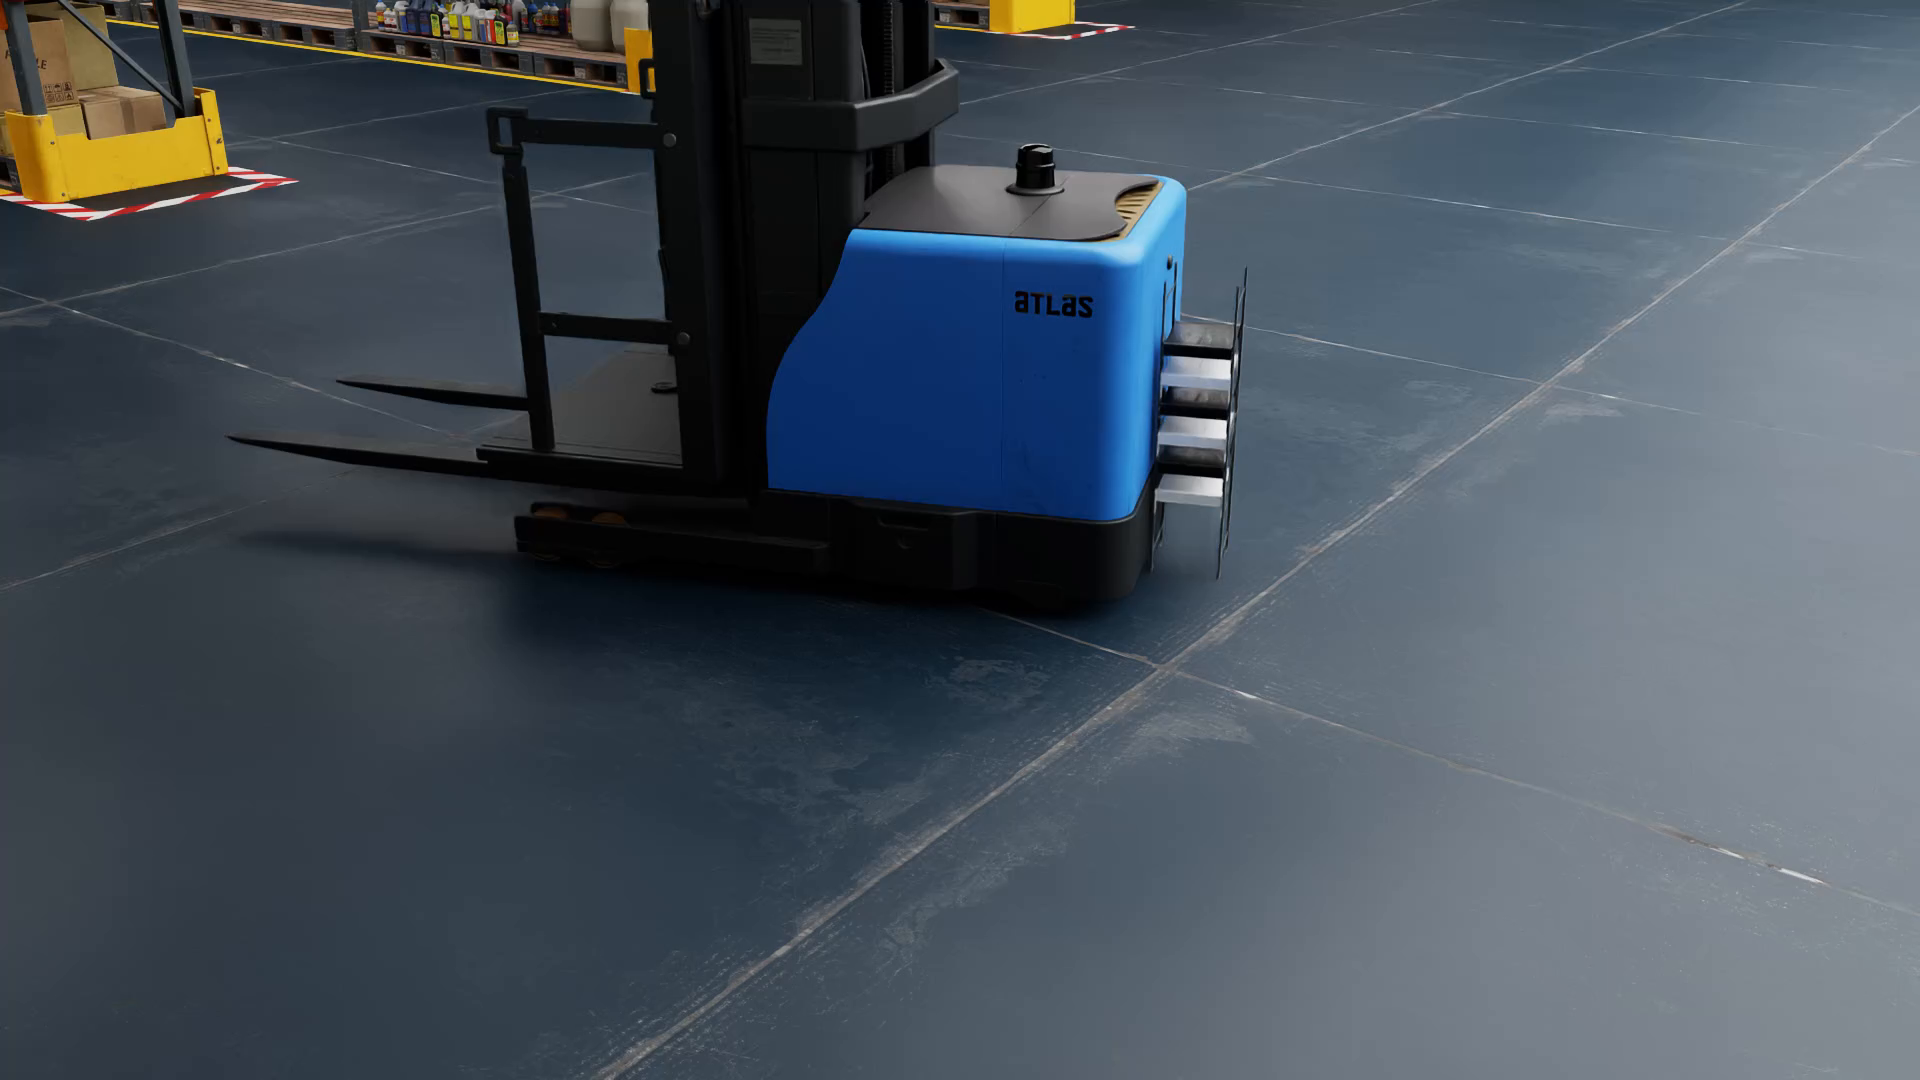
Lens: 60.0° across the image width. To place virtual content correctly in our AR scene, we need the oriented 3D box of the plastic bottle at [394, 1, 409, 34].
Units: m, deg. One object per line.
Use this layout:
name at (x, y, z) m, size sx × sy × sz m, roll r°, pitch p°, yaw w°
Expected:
plastic bottle at (-5.078, -4.796, 15.247) m, size 0.135 × 0.276 × 0.152 m, roll 18°, pitch 30°, yaw 35°

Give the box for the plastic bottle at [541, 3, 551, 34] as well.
plastic bottle at (-3.762, -4.760, 15.172) m, size 0.097 × 0.271 × 0.097 m, roll 0°, pitch 24°, yaw 0°

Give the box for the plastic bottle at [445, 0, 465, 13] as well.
plastic bottle at (-4.743, -5.009, 15.637) m, size 0.185 × 0.351 × 0.144 m, roll 17°, pitch 29°, yaw 33°

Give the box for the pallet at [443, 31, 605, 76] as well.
pallet at (-3.852, -4.382, 14.934) m, size 1.213 × 0.211 × 1.003 m, roll 17°, pitch 29°, yaw 33°

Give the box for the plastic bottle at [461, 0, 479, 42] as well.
plastic bottle at (-4.308, -4.596, 14.700) m, size 0.185 × 0.351 × 0.144 m, roll 18°, pitch 30°, yaw 35°

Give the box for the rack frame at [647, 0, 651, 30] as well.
rack frame at (-2.144, -5.162, 13.245) m, size 0.127 × 3.000 × 1.000 m, roll 17°, pitch 29°, yaw 33°

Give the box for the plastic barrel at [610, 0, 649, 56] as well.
plastic barrel at (-2.717, -4.350, 13.967) m, size 0.421 × 0.512 × 0.421 m, roll 0°, pitch 24°, yaw 0°

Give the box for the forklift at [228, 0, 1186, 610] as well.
forklift at (-0.864, -1.452, 4.911) m, size 3.031 × 2.935 × 1.130 m, roll 6°, pitch 24°, yaw 13°

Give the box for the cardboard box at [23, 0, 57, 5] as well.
cardboard box at (-6.223, -3.280, 10.933) m, size 0.500 × 0.500 × 0.500 m, roll 17°, pitch 29°, yaw 33°

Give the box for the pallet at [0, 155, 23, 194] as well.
pallet at (-5.755, -2.460, 10.571) m, size 1.213 × 0.211 × 1.003 m, roll 17°, pitch 29°, yaw 33°

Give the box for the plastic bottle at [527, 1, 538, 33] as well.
plastic bottle at (-3.924, -4.809, 15.284) m, size 0.097 × 0.271 × 0.097 m, roll 0°, pitch 24°, yaw 0°

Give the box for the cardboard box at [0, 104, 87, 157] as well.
cardboard box at (-5.724, -2.533, 10.167) m, size 0.500 × 0.250 × 0.500 m, roll 17°, pitch 29°, yaw 33°

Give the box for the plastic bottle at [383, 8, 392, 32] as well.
plastic bottle at (-5.272, -4.807, 15.364) m, size 0.097 × 0.201 × 0.097 m, roll 0°, pitch 24°, yaw 0°

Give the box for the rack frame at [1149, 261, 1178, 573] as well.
rack frame at (0.605, -0.358, 4.946) m, size 0.006 × 0.900 × 0.240 m, roll 6°, pitch 24°, yaw 13°

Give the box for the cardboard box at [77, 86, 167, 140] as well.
cardboard box at (-5.414, -2.700, 10.546) m, size 0.500 × 0.250 × 0.500 m, roll 17°, pitch 29°, yaw 33°

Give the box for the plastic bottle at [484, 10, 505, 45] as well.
plastic bottle at (-4.062, -4.489, 14.550) m, size 0.135 × 0.276 × 0.152 m, roll 17°, pitch 29°, yaw 34°

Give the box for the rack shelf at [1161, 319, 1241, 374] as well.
rack shelf at (0.703, -0.564, 4.827) m, size 0.200 × 0.077 × 0.258 m, roll 6°, pitch 24°, yaw 13°

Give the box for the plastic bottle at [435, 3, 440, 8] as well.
plastic bottle at (-4.759, -4.757, 15.163) m, size 0.097 × 0.271 × 0.097 m, roll 0°, pitch 24°, yaw 0°

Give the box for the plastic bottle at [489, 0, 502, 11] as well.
plastic bottle at (-4.286, -4.861, 15.385) m, size 0.133 × 0.283 × 0.061 m, roll 17°, pitch 29°, yaw 33°

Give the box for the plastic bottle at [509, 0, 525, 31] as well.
plastic bottle at (-4.117, -4.856, 15.383) m, size 0.135 × 0.276 × 0.152 m, roll 17°, pitch 29°, yaw 34°

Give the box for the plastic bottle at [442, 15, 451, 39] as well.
plastic bottle at (-4.584, -4.599, 14.893) m, size 0.097 × 0.201 × 0.097 m, roll 0°, pitch 24°, yaw 0°

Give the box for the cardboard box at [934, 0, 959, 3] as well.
cardboard box at (-0.162, -6.098, 17.949) m, size 0.500 × 0.500 × 0.500 m, roll -17°, pitch 29°, yaw -34°

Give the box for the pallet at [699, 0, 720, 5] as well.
pallet at (-2.998, -6.639, 20.055) m, size 1.213 × 0.211 × 1.003 m, roll 17°, pitch 29°, yaw 33°

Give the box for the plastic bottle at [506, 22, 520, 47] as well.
plastic bottle at (-3.877, -4.385, 14.407) m, size 0.097 × 0.201 × 0.097 m, roll 0°, pitch 24°, yaw 0°

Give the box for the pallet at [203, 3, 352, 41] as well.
pallet at (-6.977, -5.325, 17.074) m, size 1.213 × 0.211 × 1.003 m, roll 17°, pitch 29°, yaw 33°

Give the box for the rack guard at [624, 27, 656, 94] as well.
rack guard at (-2.233, -4.021, 13.756) m, size 0.348 × 0.500 × 1.175 m, roll 17°, pitch 29°, yaw 33°

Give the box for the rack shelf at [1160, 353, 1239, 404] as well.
rack shelf at (0.703, -0.481, 4.863) m, size 0.200 × 0.077 × 0.258 m, roll 6°, pitch 24°, yaw 13°

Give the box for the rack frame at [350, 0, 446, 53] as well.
rack frame at (-5.345, -6.129, 15.440) m, size 0.127 × 3.000 × 1.000 m, roll 17°, pitch 29°, yaw 33°

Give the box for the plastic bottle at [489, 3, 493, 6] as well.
plastic bottle at (-4.348, -4.952, 15.592) m, size 0.133 × 0.283 × 0.061 m, roll 19°, pitch 30°, yaw 37°

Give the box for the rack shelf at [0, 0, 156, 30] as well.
rack shelf at (-6.718, -3.719, 10.862) m, size 4.000 × 0.370 × 1.077 m, roll 17°, pitch 29°, yaw 33°

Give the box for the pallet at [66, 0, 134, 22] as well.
pallet at (-9.202, -5.997, 18.600) m, size 1.213 × 0.211 × 1.003 m, roll 17°, pitch 29°, yaw 33°

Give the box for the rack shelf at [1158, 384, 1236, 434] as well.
rack shelf at (0.703, -0.399, 4.899) m, size 0.200 × 0.077 × 0.258 m, roll 6°, pitch 24°, yaw 13°

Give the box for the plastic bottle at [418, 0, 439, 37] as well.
plastic bottle at (-4.797, -4.743, 15.035) m, size 0.185 × 0.351 × 0.144 m, roll 15°, pitch 28°, yaw 31°

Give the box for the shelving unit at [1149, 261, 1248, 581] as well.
shelving unit at (0.703, -0.347, 4.922) m, size 0.210 × 0.900 × 0.258 m, roll 6°, pitch 24°, yaw 13°

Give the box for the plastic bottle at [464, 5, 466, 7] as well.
plastic bottle at (-4.388, -4.660, 14.939) m, size 0.135 × 0.276 × 0.152 m, roll 17°, pitch 29°, yaw 33°

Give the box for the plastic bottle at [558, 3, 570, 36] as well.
plastic bottle at (-3.578, -4.720, 15.064) m, size 0.133 × 0.283 × 0.061 m, roll 17°, pitch 29°, yaw 34°

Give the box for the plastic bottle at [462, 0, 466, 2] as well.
plastic bottle at (-4.657, -5.055, 15.743) m, size 0.185 × 0.351 × 0.144 m, roll 16°, pitch 28°, yaw 32°
